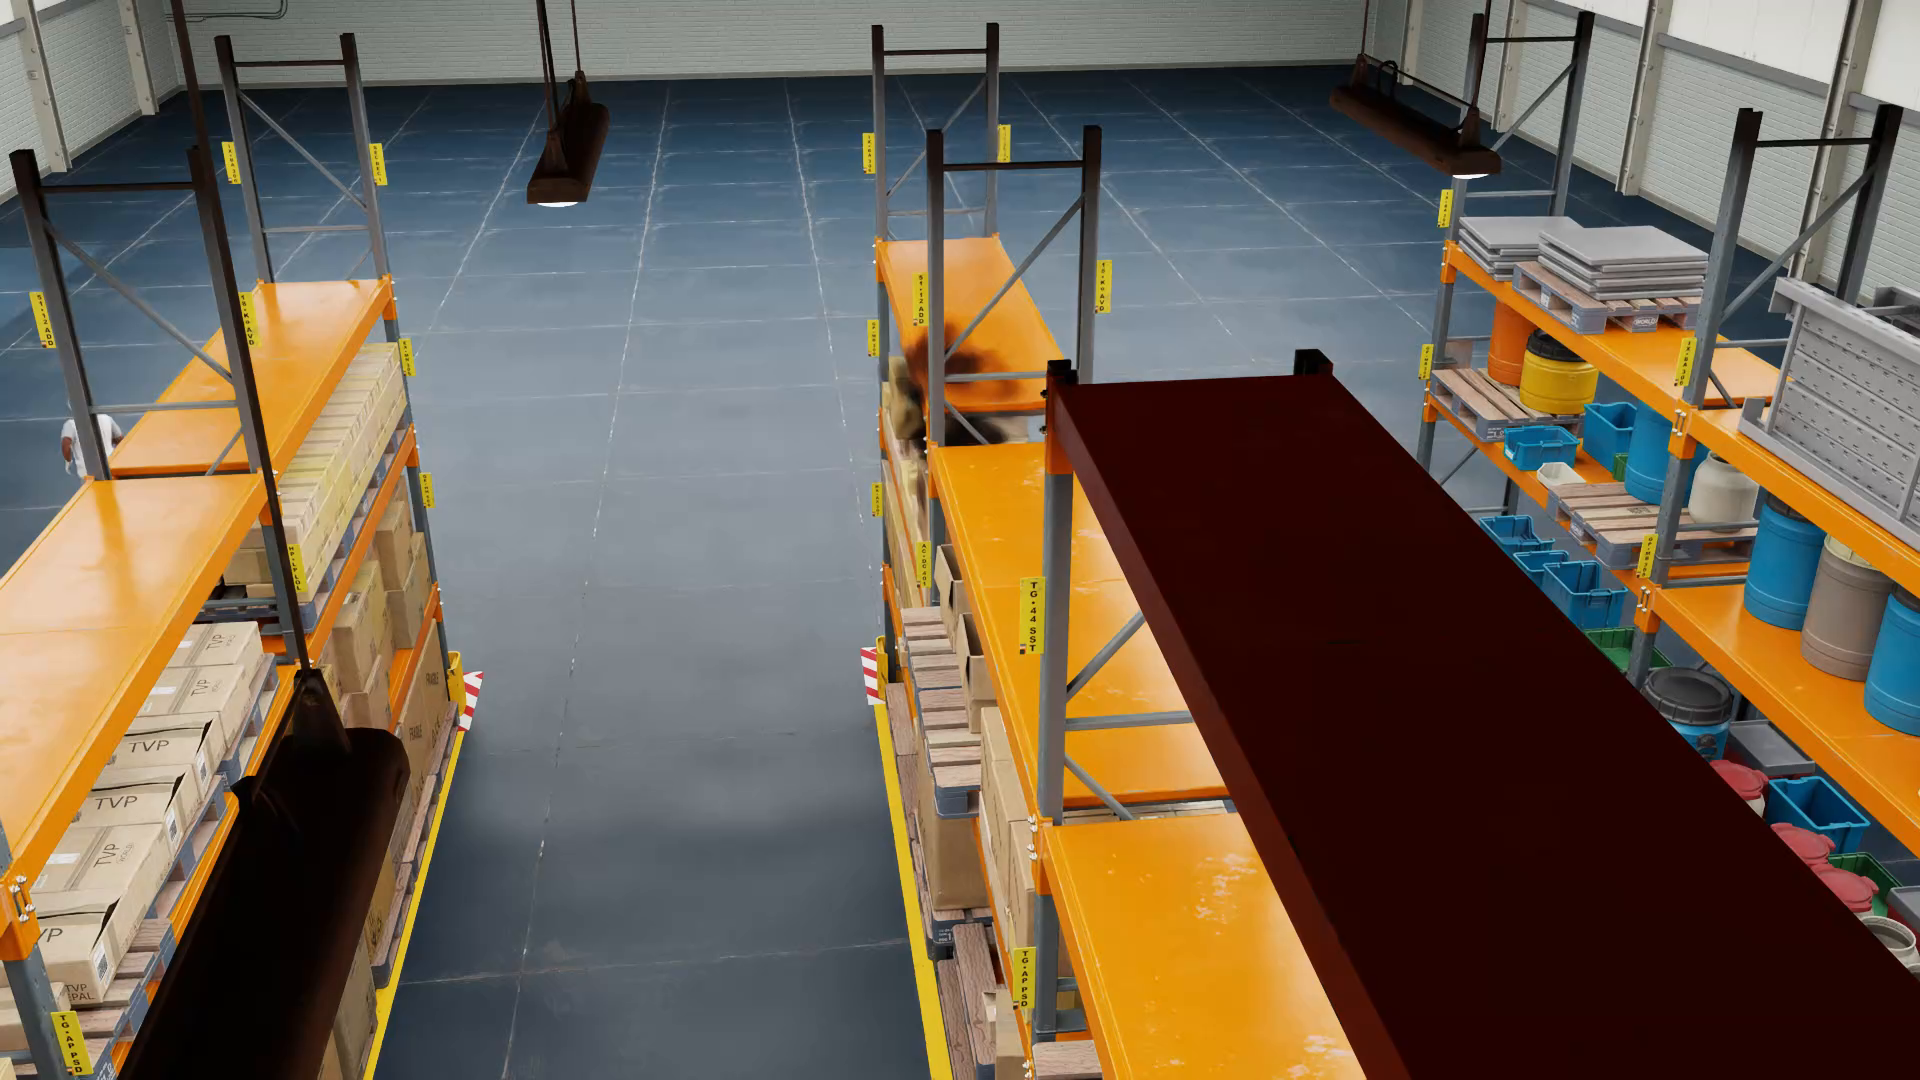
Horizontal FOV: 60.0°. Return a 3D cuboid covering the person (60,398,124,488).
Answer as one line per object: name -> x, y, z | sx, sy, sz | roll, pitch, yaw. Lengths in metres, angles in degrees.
person -> -9.262, -0.690, 17.939 | 0.976, 1.811, 0.712 | 22, 33, 38
